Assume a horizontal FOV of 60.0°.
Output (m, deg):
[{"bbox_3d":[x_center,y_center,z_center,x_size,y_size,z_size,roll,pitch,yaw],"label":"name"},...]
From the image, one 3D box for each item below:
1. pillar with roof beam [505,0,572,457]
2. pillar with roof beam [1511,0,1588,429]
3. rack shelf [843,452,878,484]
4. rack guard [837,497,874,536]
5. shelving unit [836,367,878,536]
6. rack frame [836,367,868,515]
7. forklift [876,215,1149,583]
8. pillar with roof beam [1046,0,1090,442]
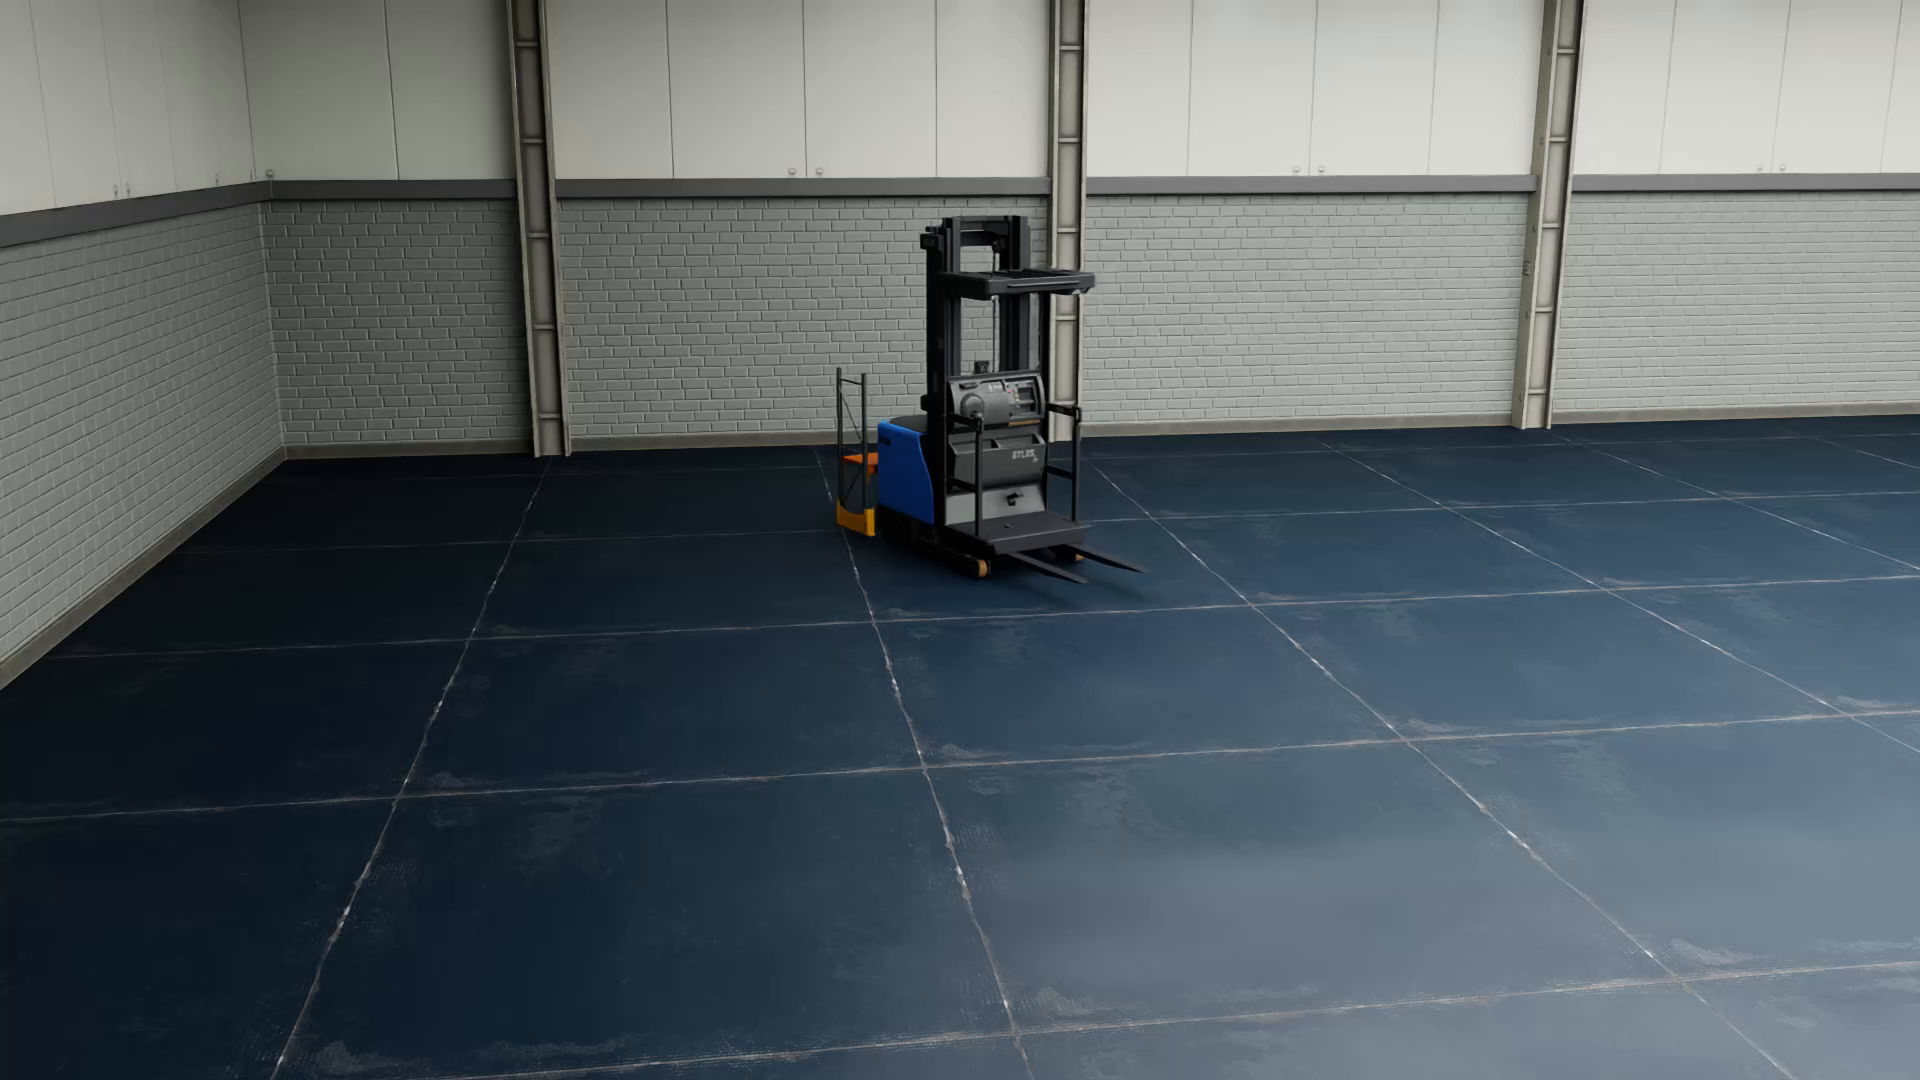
[{"bbox_3d":[-4.052,-4.322,13.954,0.400,9.000,9.100,-2,14,-8],"label":"pillar with roof beam"},{"bbox_3d":[7.814,-4.756,15.688,0.400,9.000,9.100,-2,14,-8],"label":"pillar with roof beam"},{"bbox_3d":[-0.577,-0.724,15.764,1.000,0.185,0.538,-9,17,-33],"label":"rack shelf"},{"bbox_3d":[-0.983,-0.226,15.608,0.087,0.250,0.587,-9,17,-33],"label":"rack guard"},{"bbox_3d":[-0.569,-0.899,15.725,1.083,1.500,0.587,-9,17,-33],"label":"shelving unit"},{"bbox_3d":[-0.999,-0.829,15.445,0.032,1.500,0.500,-9,17,-33],"label":"rack frame"},{"bbox_3d":[0.434,-1.228,14.093,1.130,2.935,3.031,-9,16,-31],"label":"forklift"},{"bbox_3d":[1.881,-4.539,14.821,0.400,9.000,9.100,-2,14,-8],"label":"pillar with roof beam"}]
